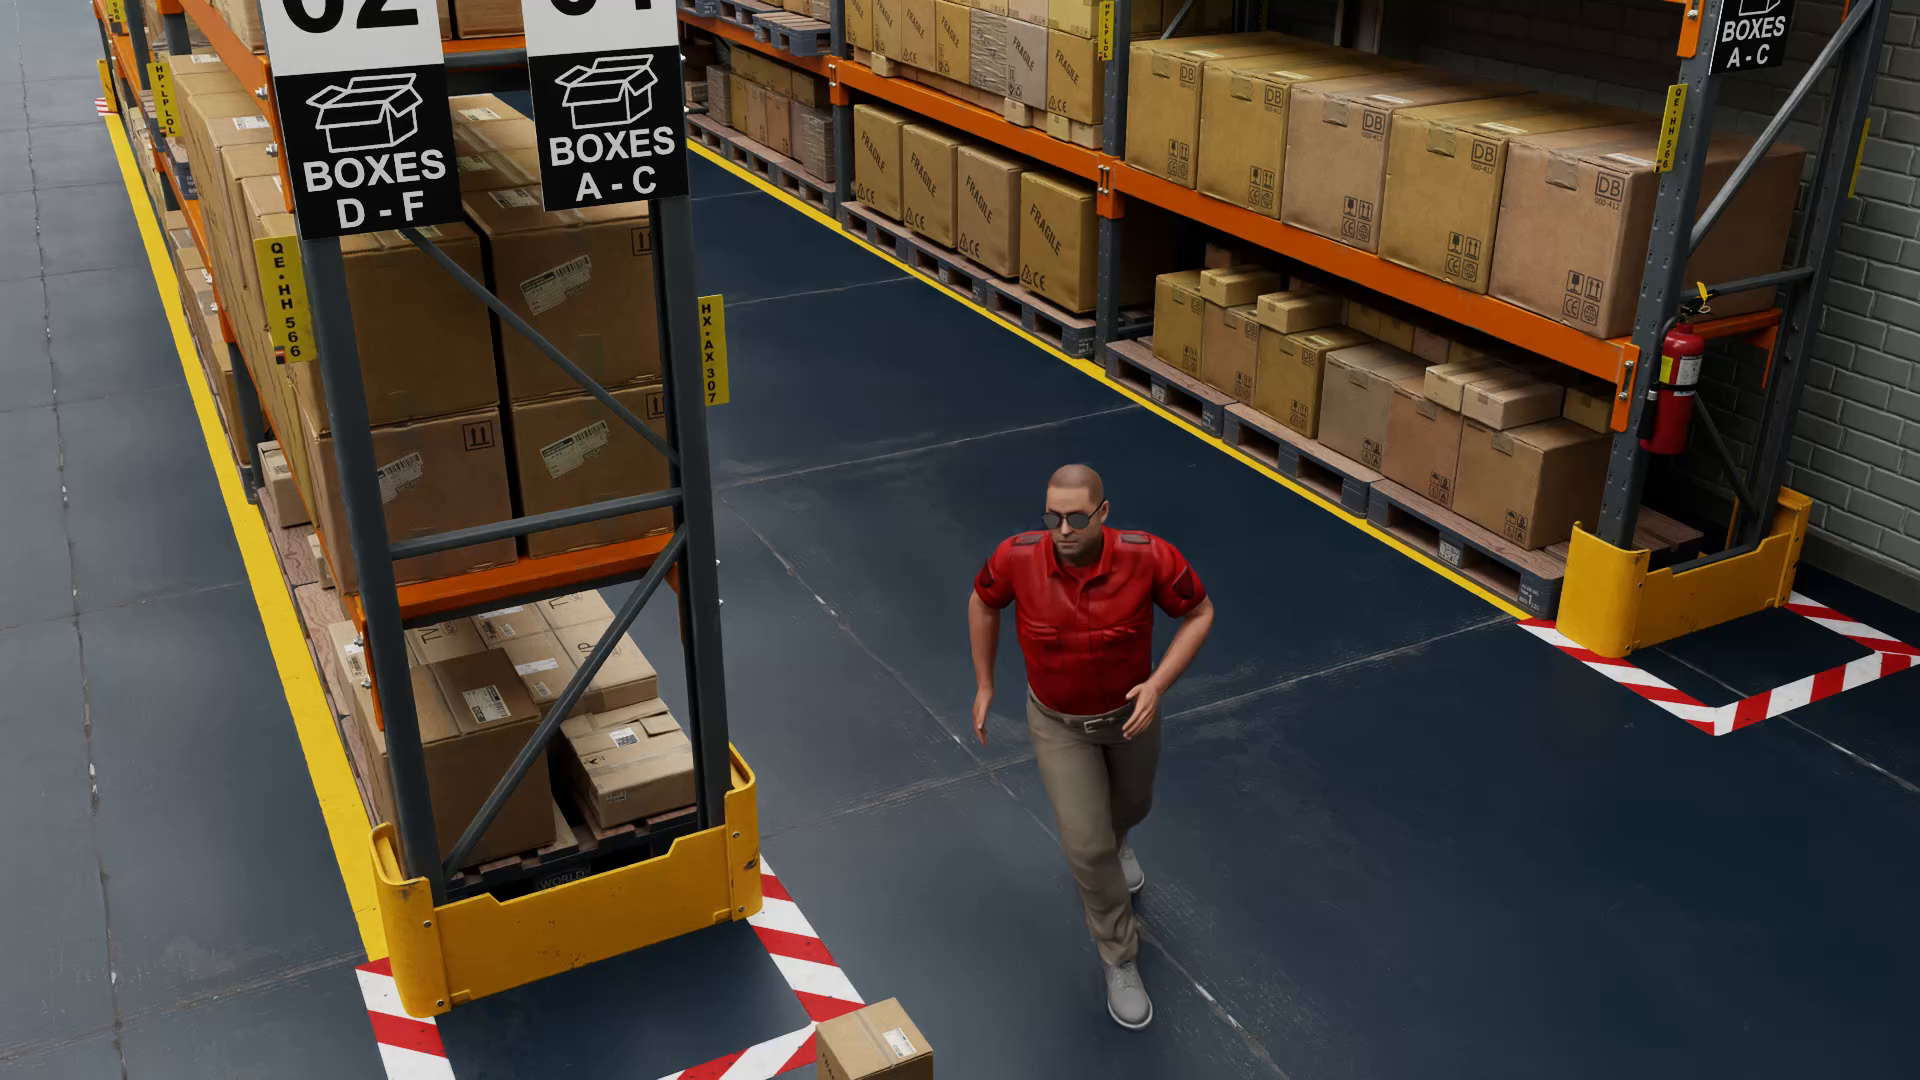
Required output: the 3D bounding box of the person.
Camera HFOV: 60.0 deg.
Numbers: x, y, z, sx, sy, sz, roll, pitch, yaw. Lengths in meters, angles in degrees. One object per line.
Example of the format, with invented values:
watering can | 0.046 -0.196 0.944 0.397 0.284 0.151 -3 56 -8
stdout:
person | 0.385 0.515 5.010 0.702 1.671 0.860 -2 25 -4
